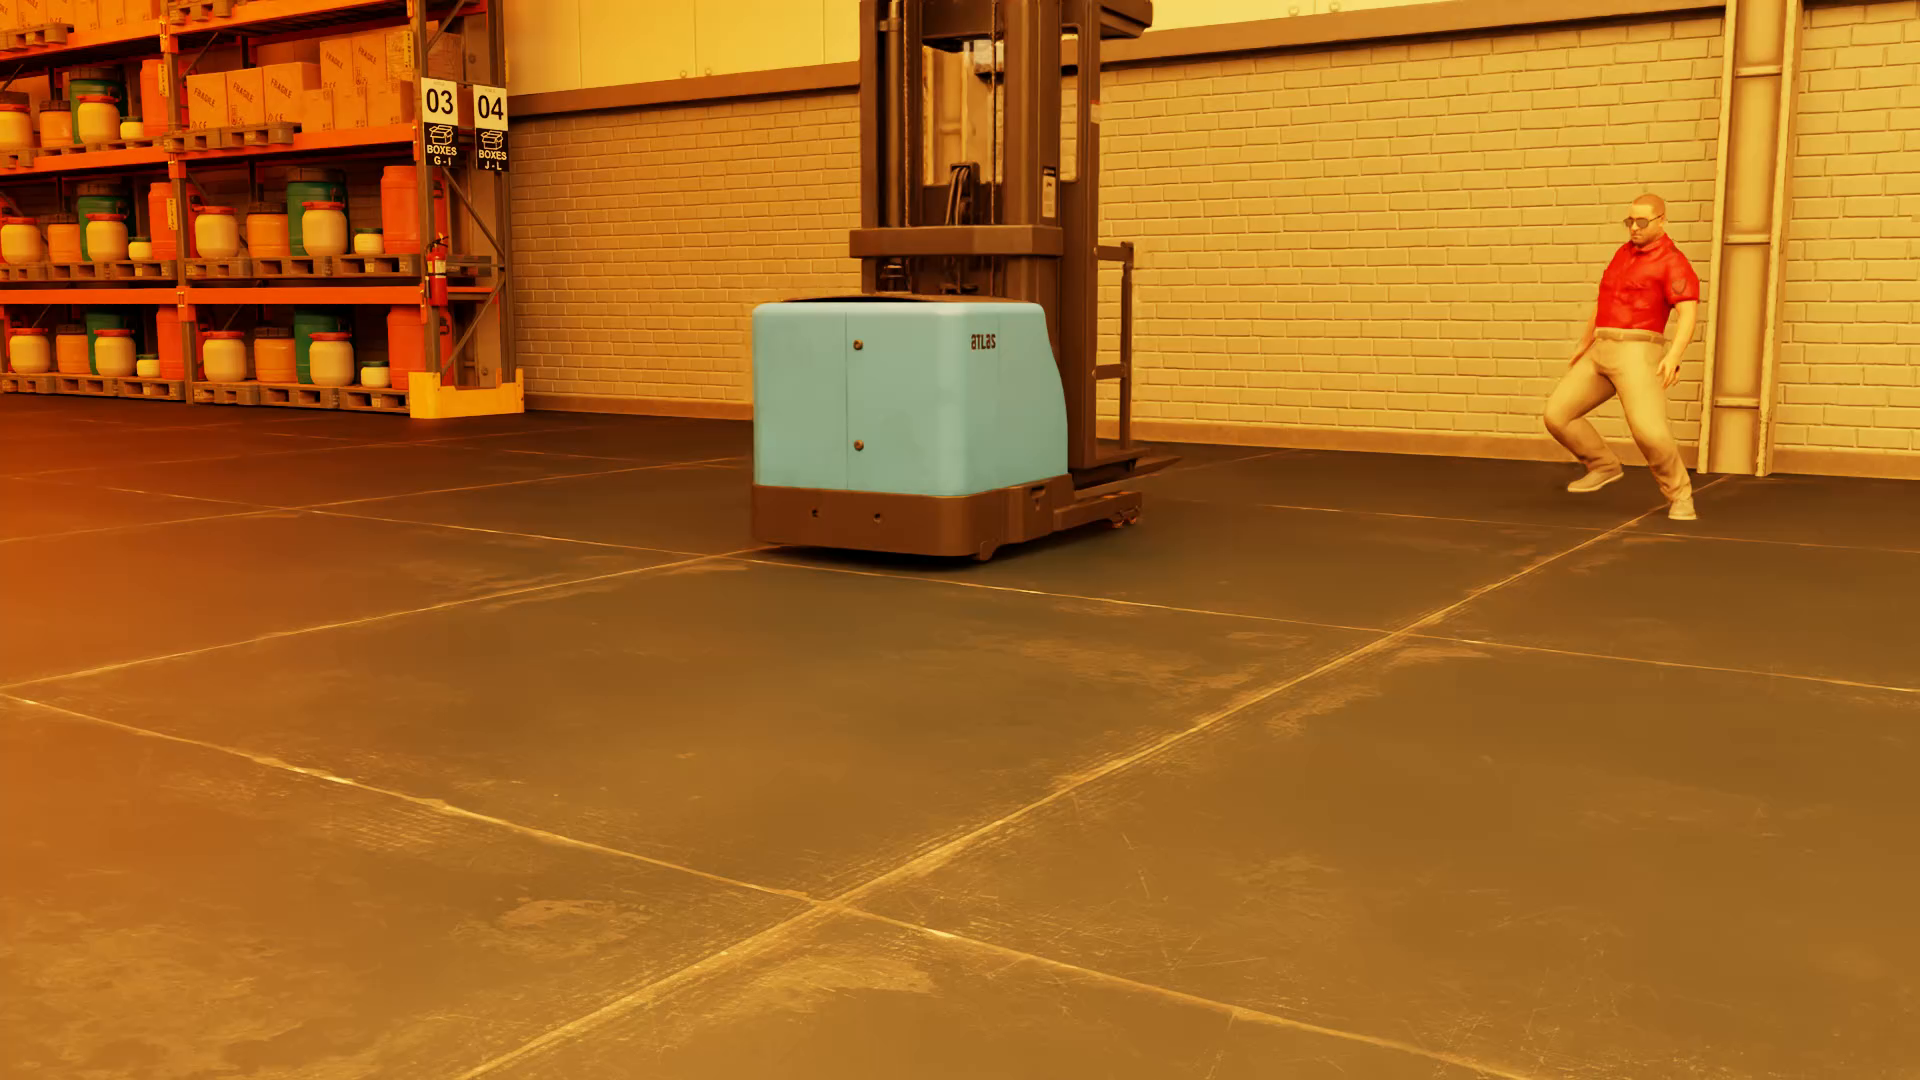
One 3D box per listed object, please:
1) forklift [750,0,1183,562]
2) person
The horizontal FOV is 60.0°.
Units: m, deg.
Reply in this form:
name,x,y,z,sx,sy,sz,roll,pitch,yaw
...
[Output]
name,x,y,z,sx,sy,sz,roll,pitch,yaw
forklift,0.244,-1.531,7.959,1.130,2.935,3.031,4,9,28
person,3.440,-0.949,8.575,0.563,1.633,0.934,-2,8,-16
